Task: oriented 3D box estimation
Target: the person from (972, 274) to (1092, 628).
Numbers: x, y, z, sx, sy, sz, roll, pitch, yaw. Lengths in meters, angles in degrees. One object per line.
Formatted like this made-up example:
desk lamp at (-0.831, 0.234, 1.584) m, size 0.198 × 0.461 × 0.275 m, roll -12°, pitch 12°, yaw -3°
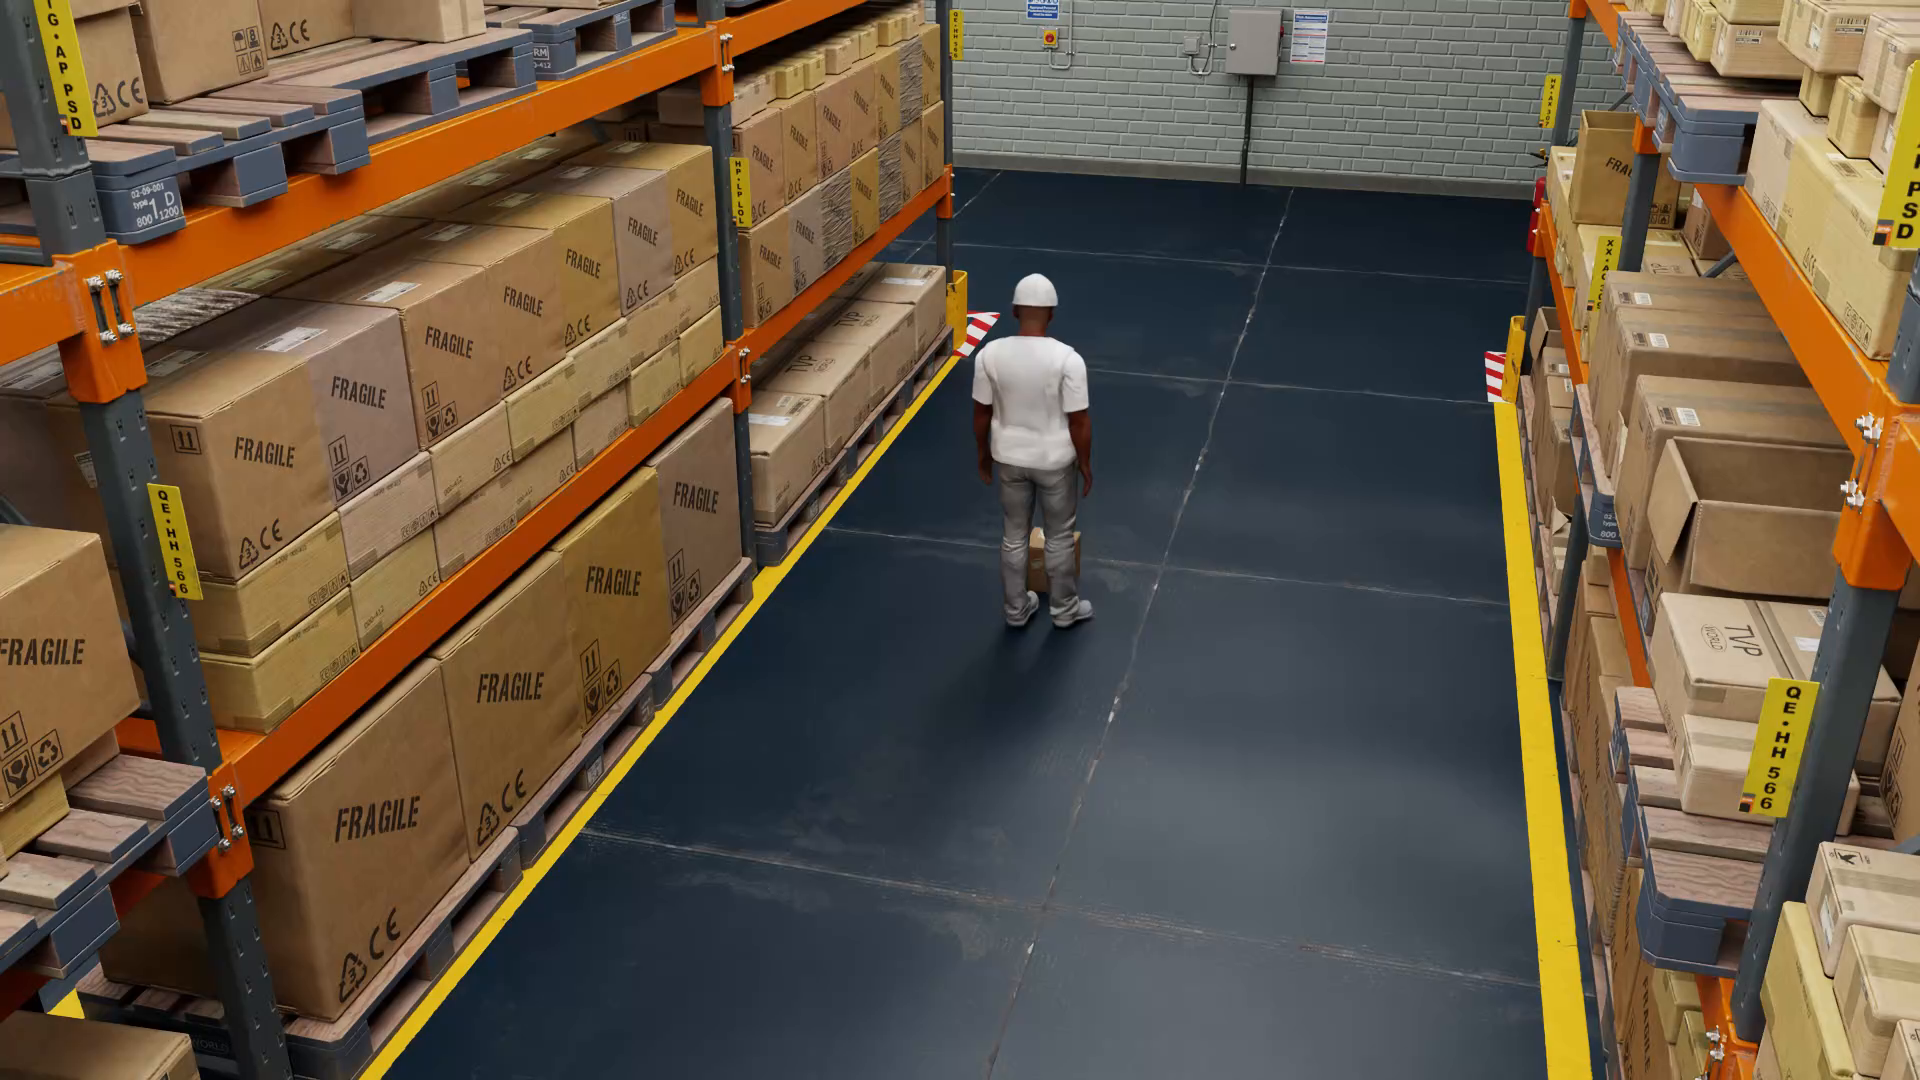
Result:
person at (0.367, -0.408, 7.916) m, size 0.582 × 1.785 × 0.469 m, roll 9°, pitch 27°, yaw 19°
